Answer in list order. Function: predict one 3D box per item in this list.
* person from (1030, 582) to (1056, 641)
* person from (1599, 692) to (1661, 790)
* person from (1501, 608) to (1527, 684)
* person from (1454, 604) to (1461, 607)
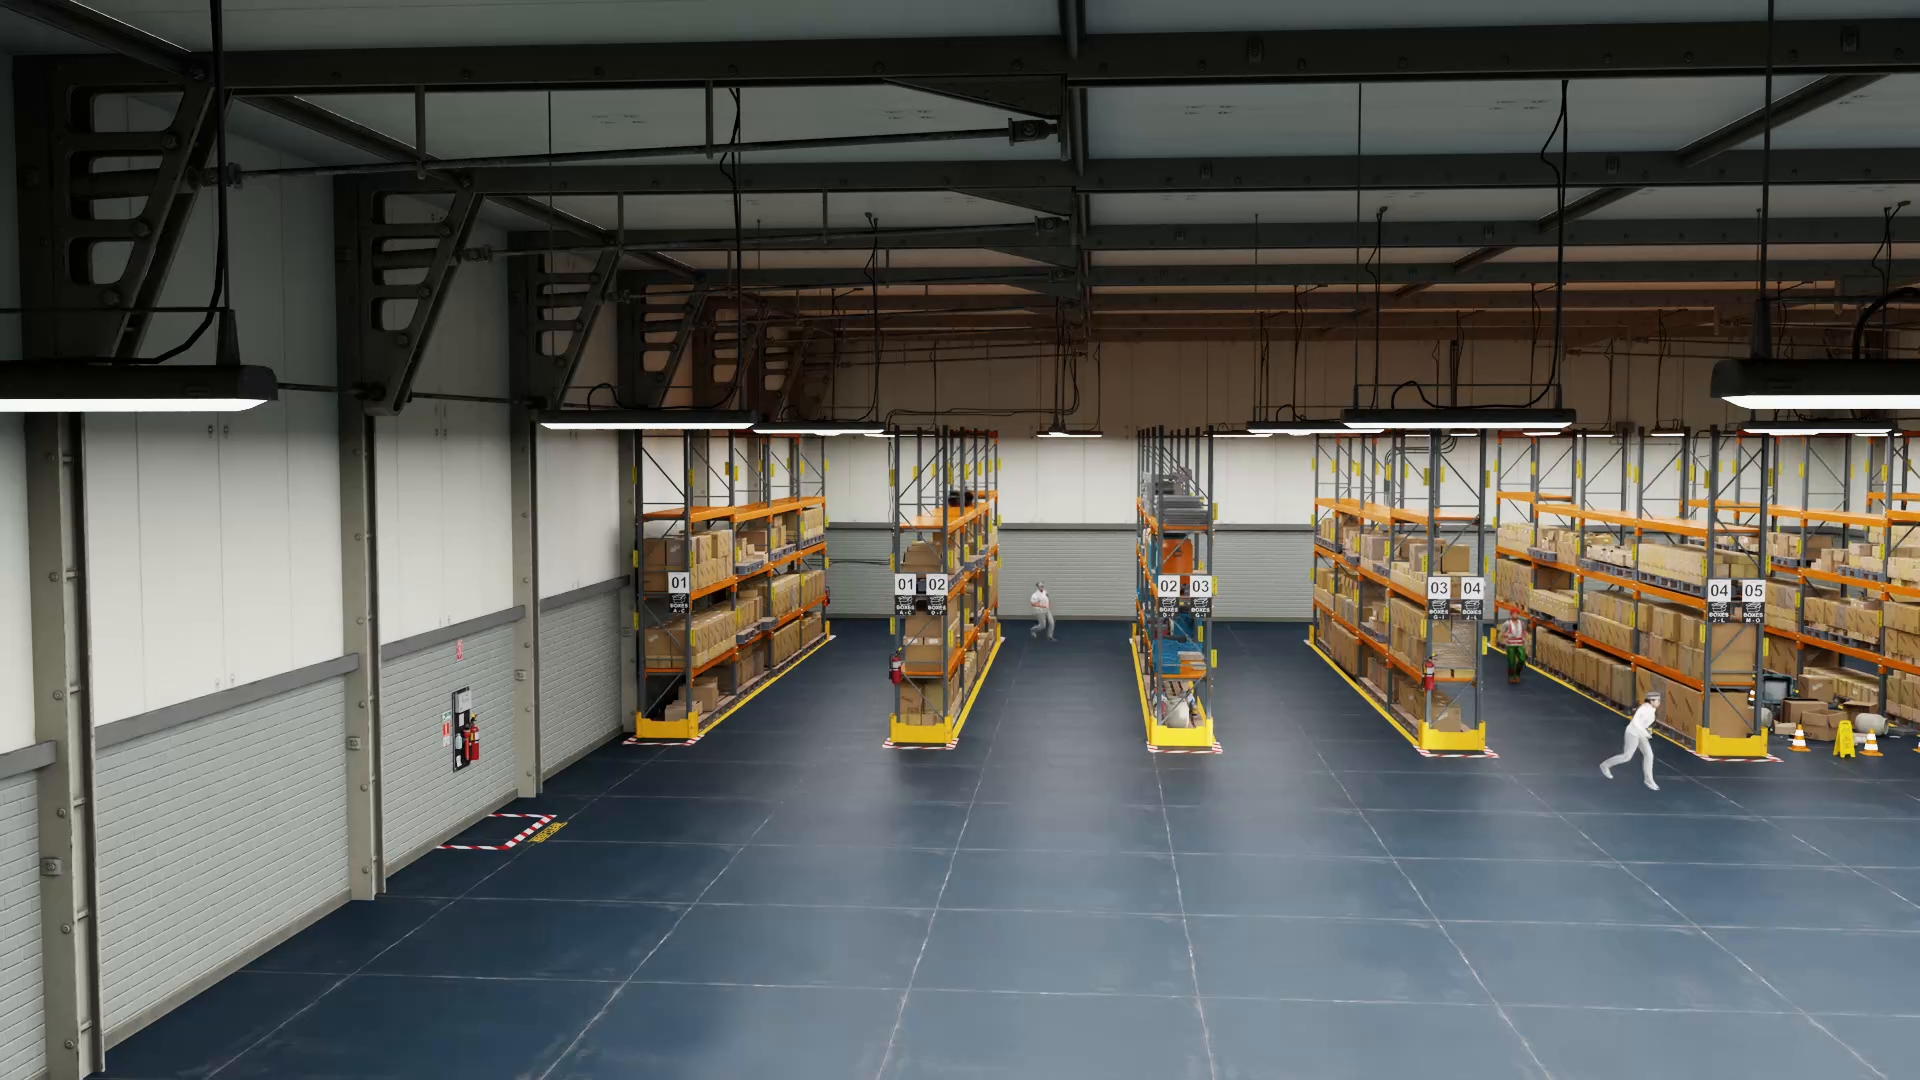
[{"bbox_3d":[2.317,2.033,47.516,0.703,1.722,0.689,3,5,45],"label":"person"},{"bbox_3d":[11.128,3.295,27.562,0.961,1.617,0.652,2,4,34],"label":"person"},{"bbox_3d":[13.025,2.493,38.962,0.636,1.772,0.626,0,3,2],"label":"person"},{"bbox_3d":[14.115,2.058,47.228,0.679,1.724,0.777,-1,4,-19],"label":"person"}]
